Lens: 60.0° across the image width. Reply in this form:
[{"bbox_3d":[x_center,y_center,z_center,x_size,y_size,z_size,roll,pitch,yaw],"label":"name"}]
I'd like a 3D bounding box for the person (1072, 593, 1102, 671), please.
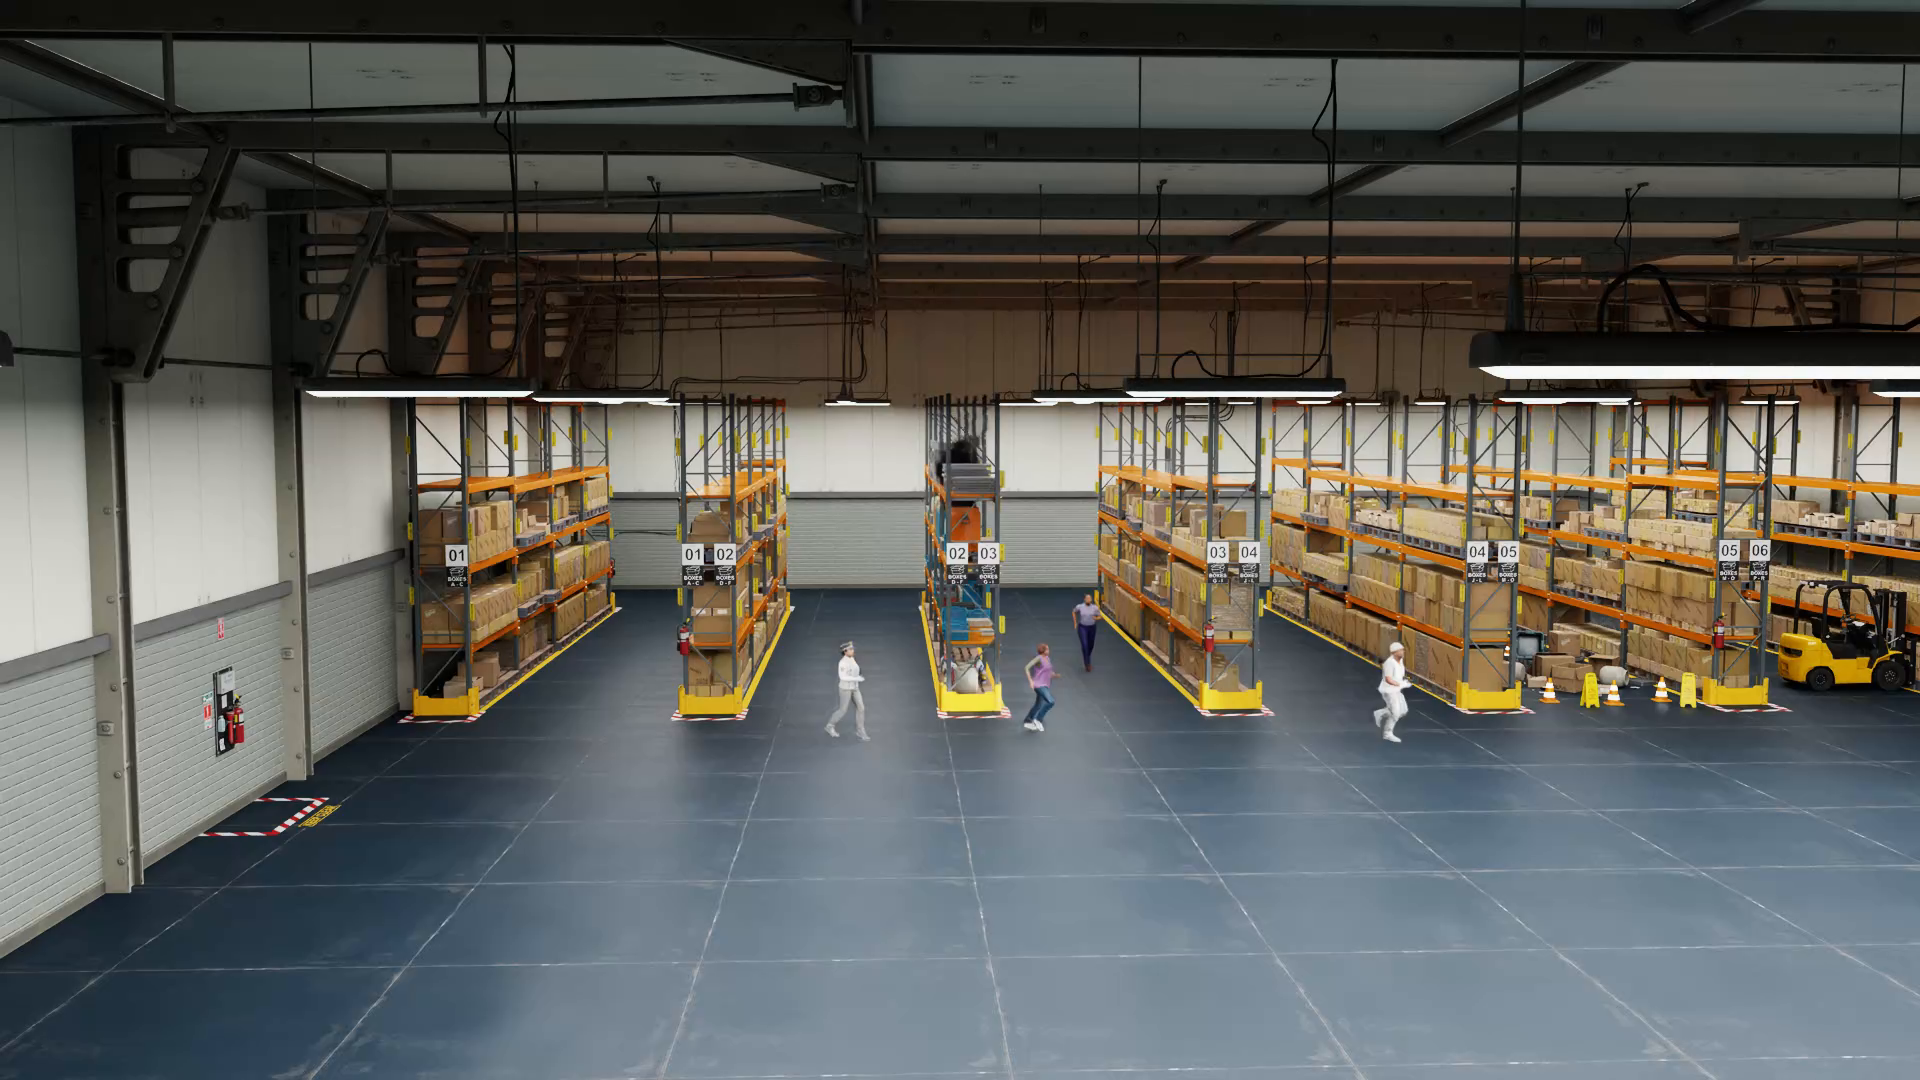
[{"bbox_3d":[2.802,1.990,36.568,0.599,1.651,0.937,-1,5,-9],"label":"person"}]

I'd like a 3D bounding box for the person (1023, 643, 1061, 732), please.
[{"bbox_3d":[1.452,2.602,29.389,0.731,1.579,0.500,2,5,25],"label":"person"}]

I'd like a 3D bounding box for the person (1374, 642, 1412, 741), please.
[{"bbox_3d":[7.467,2.611,28.650,0.686,1.726,0.730,3,5,31],"label":"person"}]

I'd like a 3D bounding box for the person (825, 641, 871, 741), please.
[{"bbox_3d":[-1.947,2.611,28.742,0.827,1.743,0.616,2,5,25],"label":"person"}]
